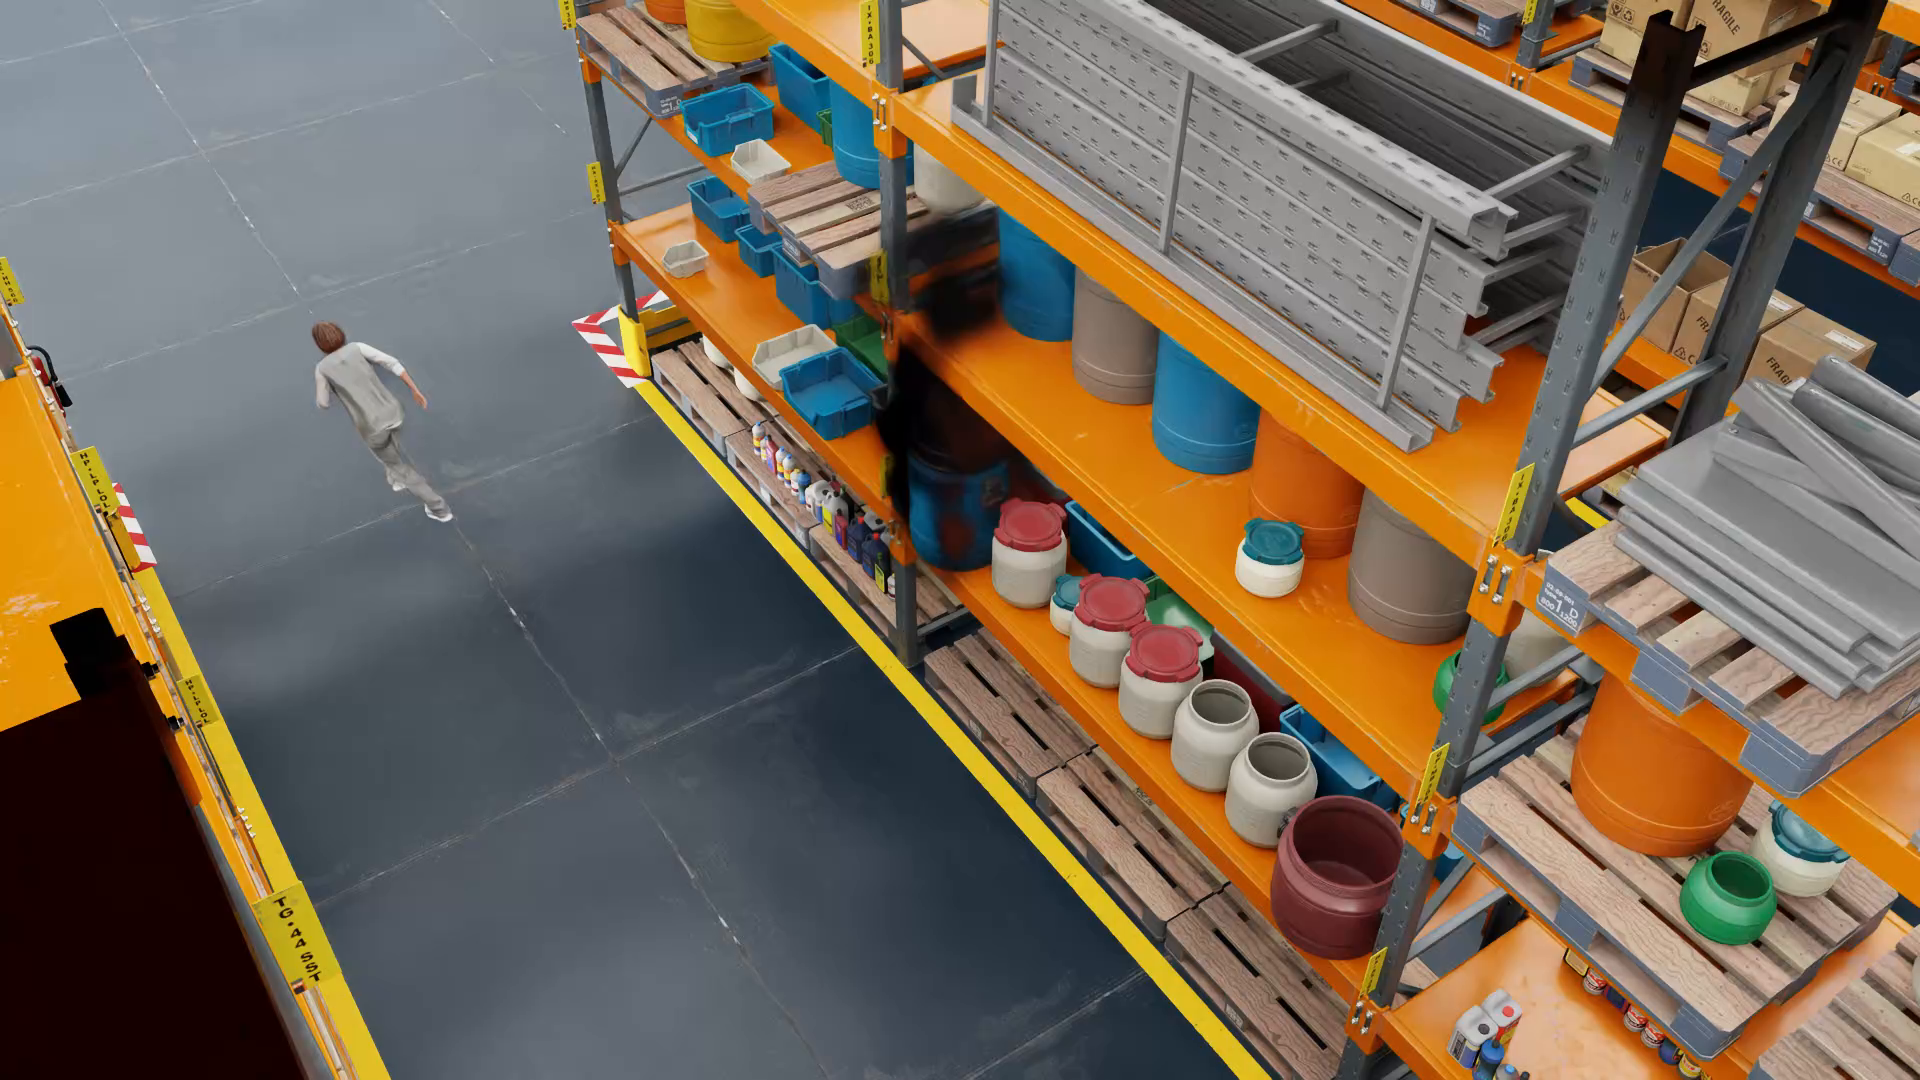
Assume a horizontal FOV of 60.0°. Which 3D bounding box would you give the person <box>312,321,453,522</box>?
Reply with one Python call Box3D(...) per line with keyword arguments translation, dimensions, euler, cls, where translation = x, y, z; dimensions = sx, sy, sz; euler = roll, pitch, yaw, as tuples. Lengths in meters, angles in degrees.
Box3D(translation=(-3.944, -0.784, 11.230), dimensions=(1.029, 1.368, 0.524), euler=(34, 52, 31), cls="person")
